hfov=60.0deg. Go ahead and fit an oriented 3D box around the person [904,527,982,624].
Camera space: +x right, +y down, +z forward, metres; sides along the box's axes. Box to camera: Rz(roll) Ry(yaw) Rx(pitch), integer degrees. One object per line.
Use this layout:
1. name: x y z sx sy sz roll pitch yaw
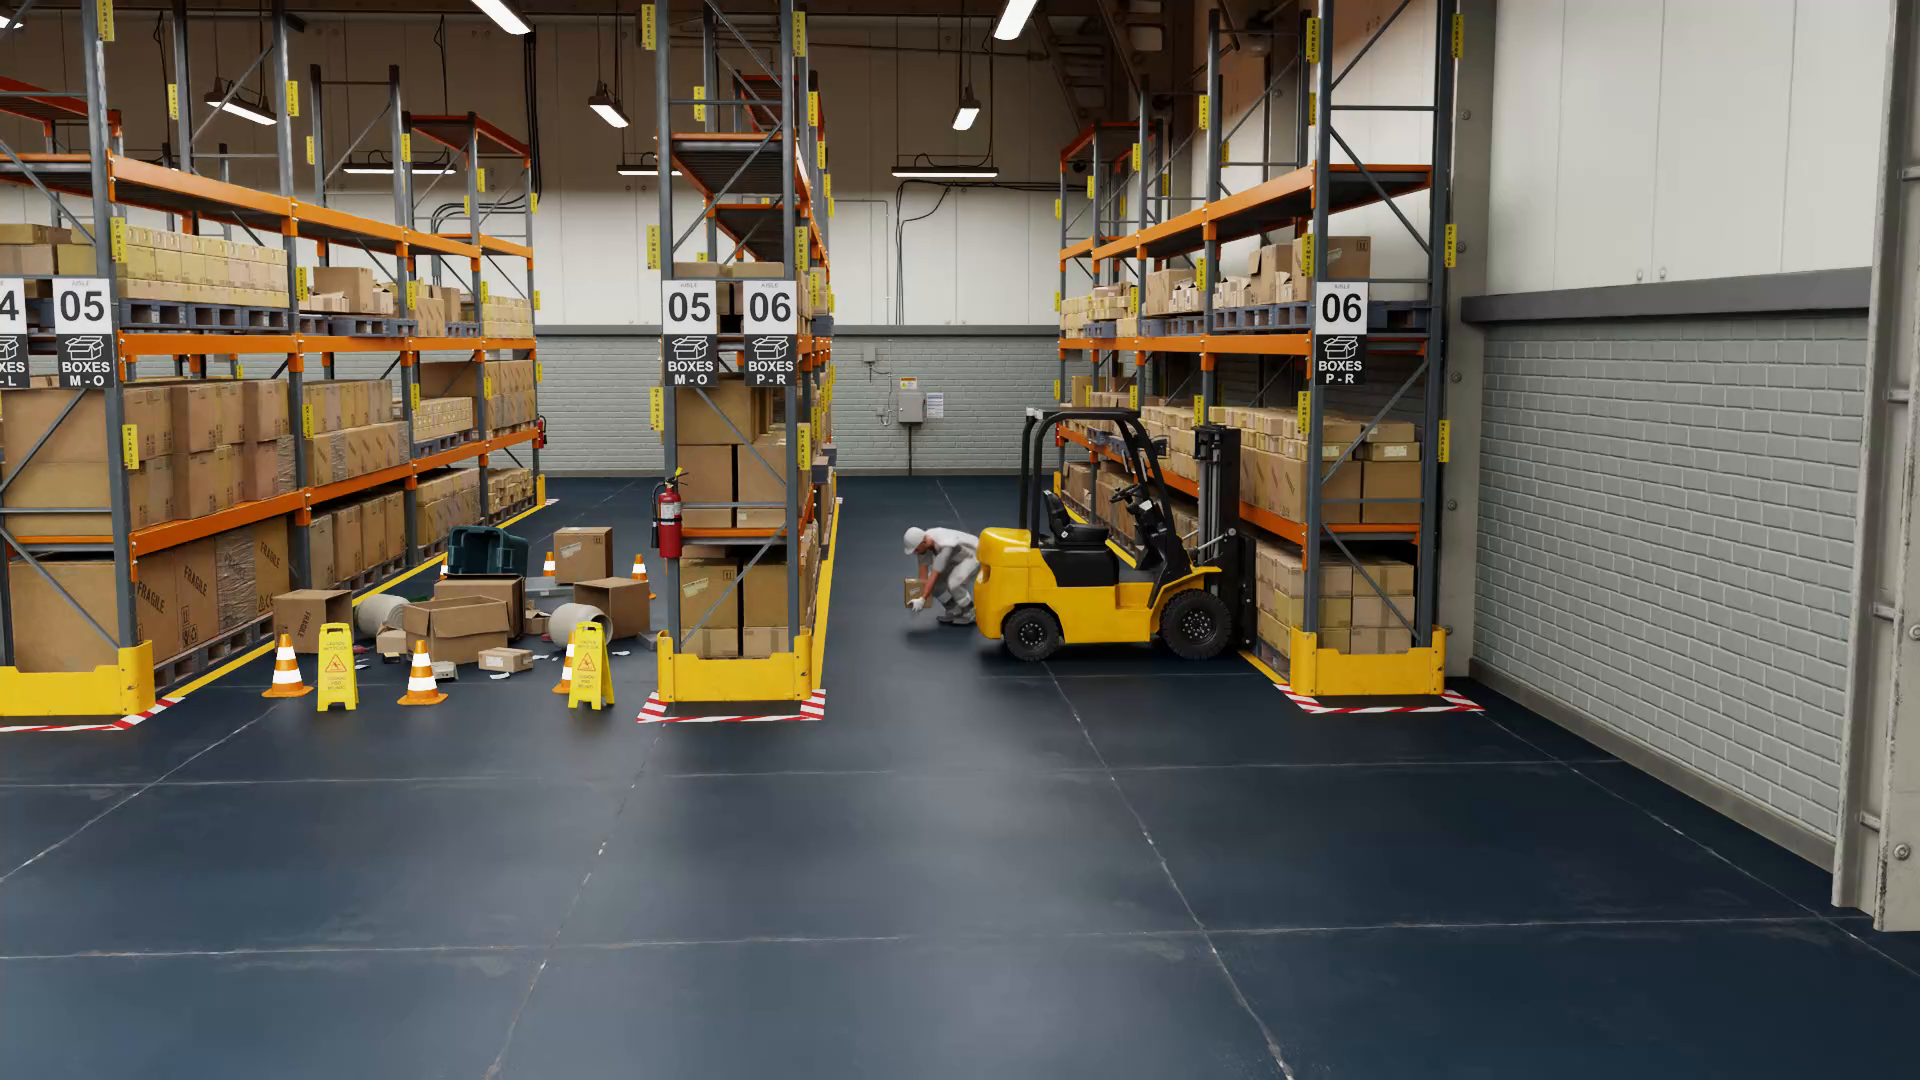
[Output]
1. person: -0.150 0.339 16.228 0.947 0.978 0.534 -5 8 -35
